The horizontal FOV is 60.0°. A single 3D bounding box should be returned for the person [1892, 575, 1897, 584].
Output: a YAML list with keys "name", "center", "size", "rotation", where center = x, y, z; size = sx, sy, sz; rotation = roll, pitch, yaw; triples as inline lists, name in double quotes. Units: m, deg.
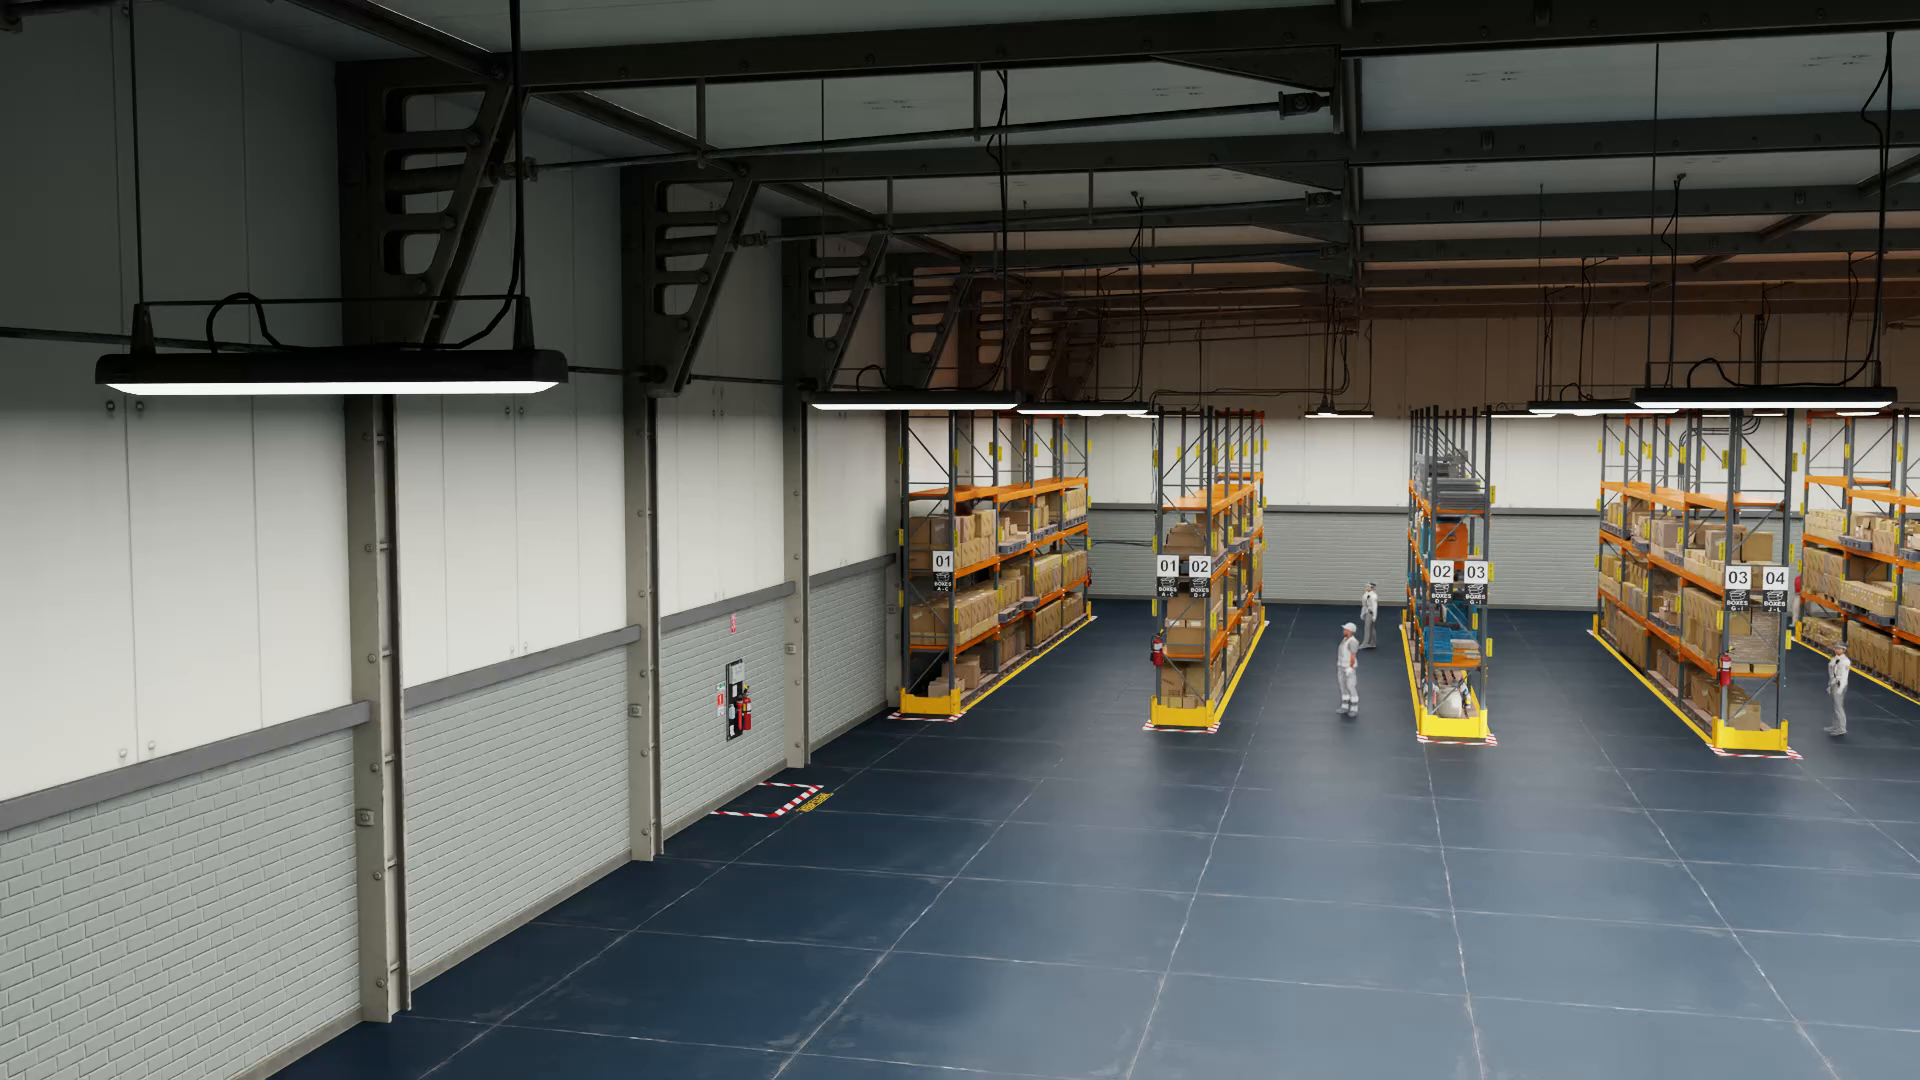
- name: "person"
  center: [24.511, 1.718, 43.760]
  size: [1.023, 1.744, 0.665]
  rotation: [1, 4, 14]

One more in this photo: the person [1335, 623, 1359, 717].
- name: "person"
  center: [7.551, 2.517, 32.405]
  size: [0.408, 1.816, 0.561]
  rotation: [-2, 5, -26]

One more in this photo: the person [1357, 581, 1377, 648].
- name: "person"
  center: [10.235, 1.875, 41.934]
  size: [0.580, 1.678, 0.499]
  rotation: [0, 4, -1]

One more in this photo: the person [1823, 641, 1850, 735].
- name: "person"
  center: [16.077, 2.710, 30.475]
  size: [0.385, 1.729, 0.548]
  rotation: [1, 4, 18]

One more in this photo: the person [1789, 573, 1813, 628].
- name: "person"
  center: [23.341, 1.582, 46.054]
  size: [0.543, 1.680, 1.054]
  rotation: [4, 6, 43]
